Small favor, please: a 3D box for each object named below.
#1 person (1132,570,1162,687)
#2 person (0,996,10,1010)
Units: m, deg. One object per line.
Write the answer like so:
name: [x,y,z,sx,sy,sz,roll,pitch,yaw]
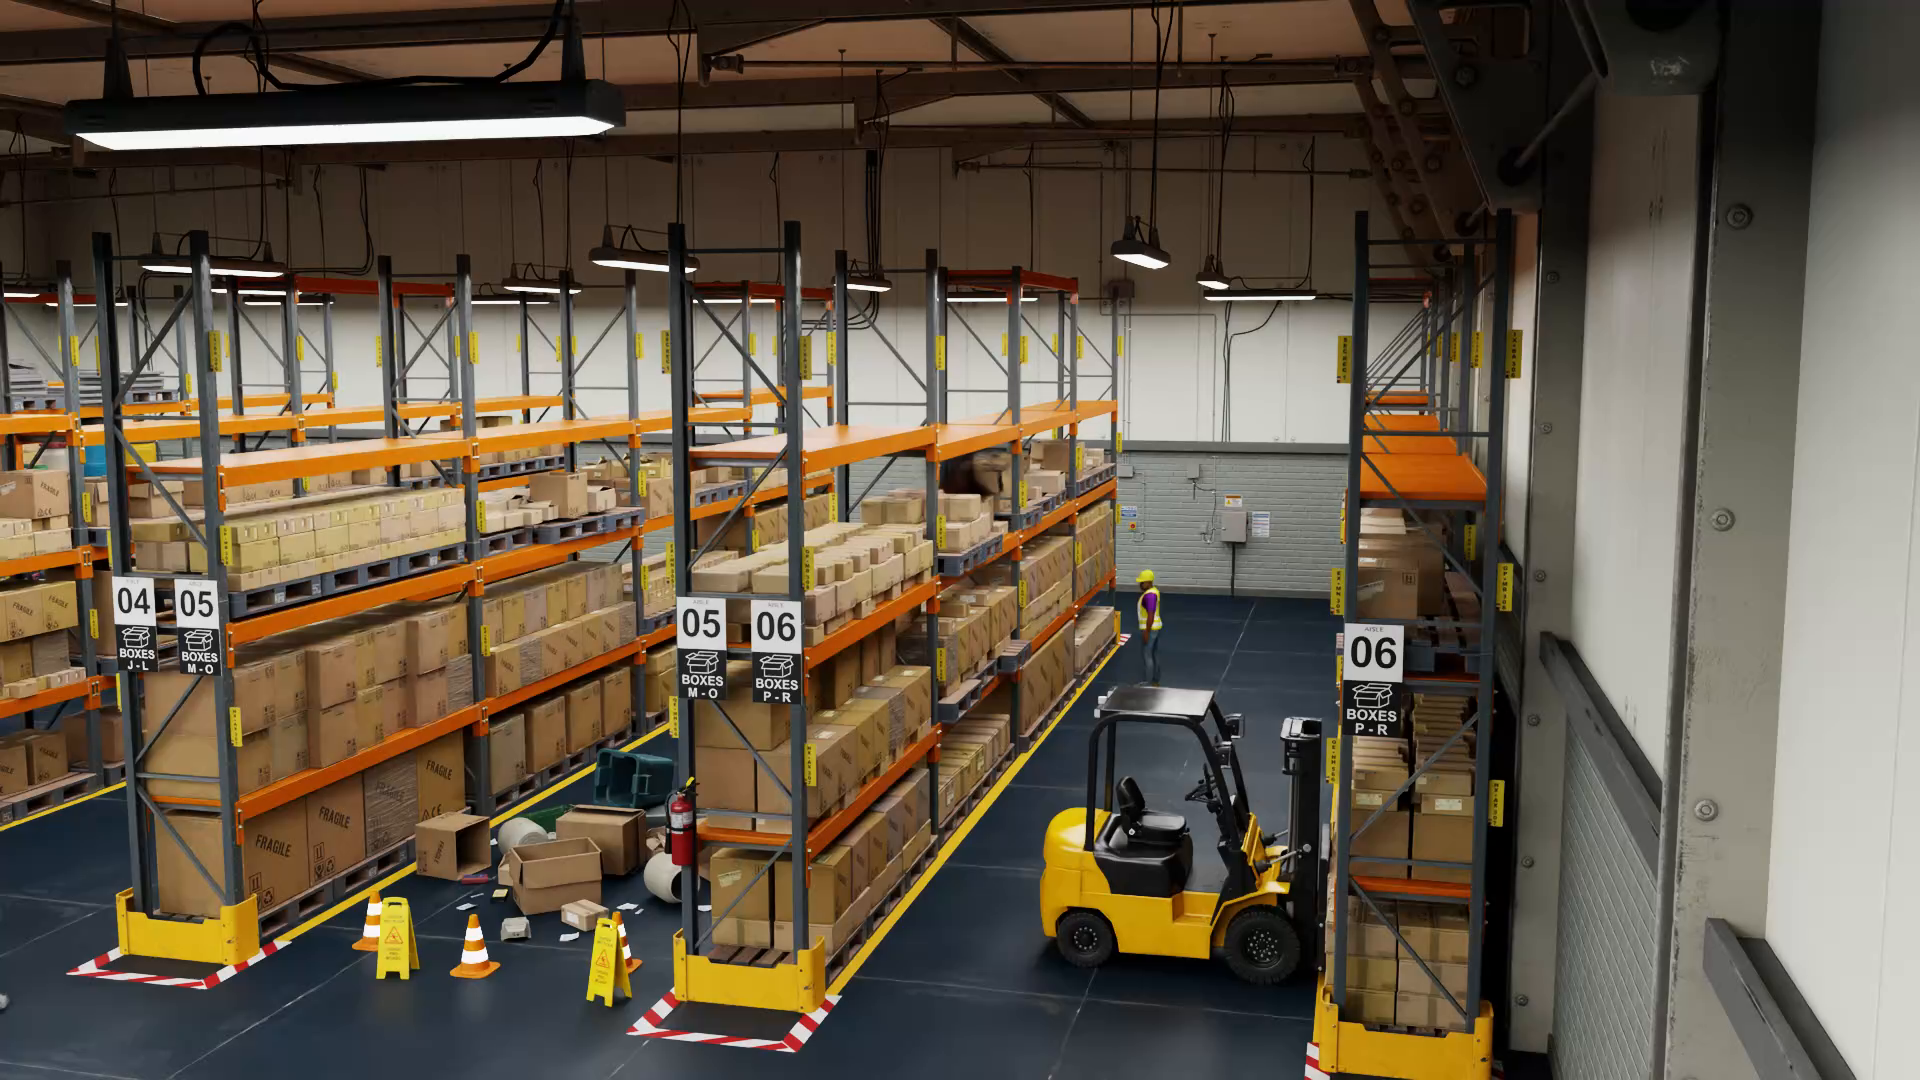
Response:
person: [2.741,1.317,24.288,0.414,1.776,0.638,2,7,17]
person: [-7.544,2.732,12.658,0.601,1.797,0.430,6,9,40]
